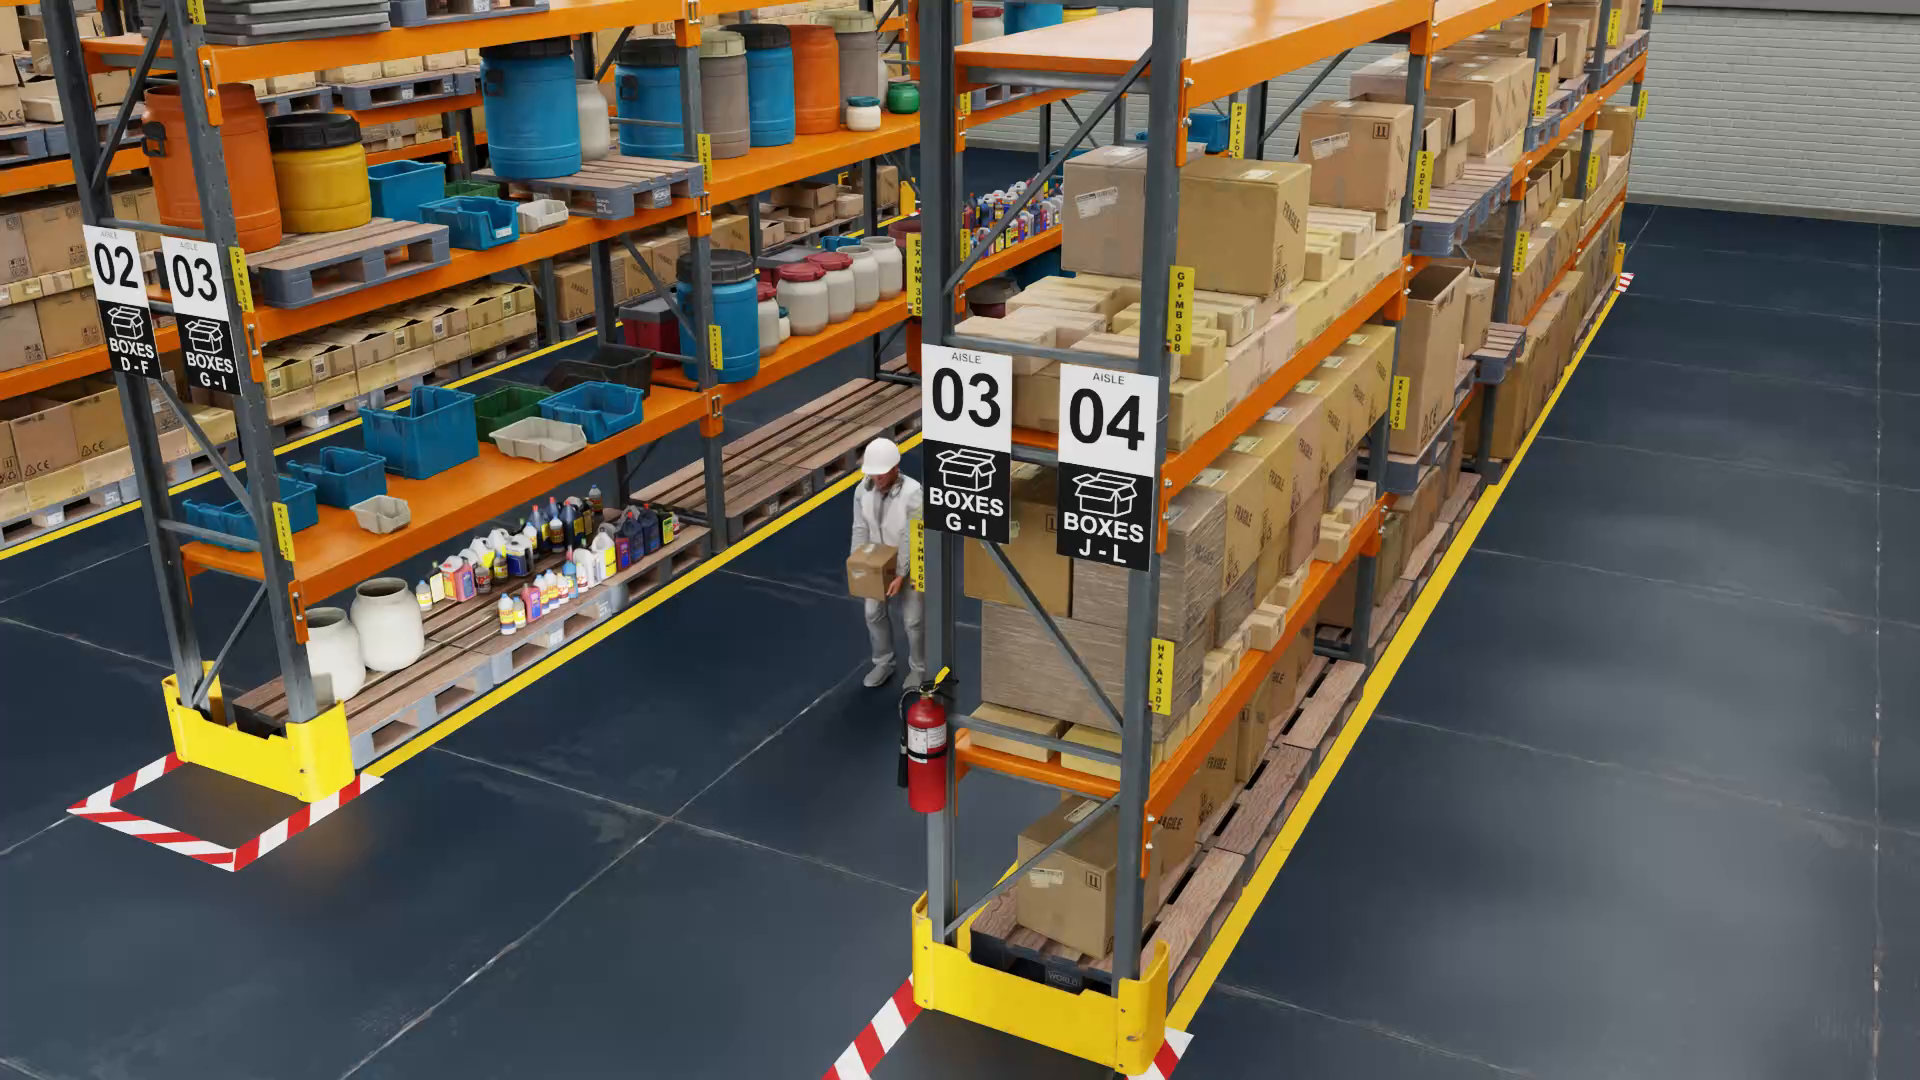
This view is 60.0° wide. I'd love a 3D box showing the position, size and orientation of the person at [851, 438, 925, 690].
[{"bbox_3d":[-0.417,0.142,10.449,0.479,1.723,0.605,11,25,24],"label":"person"}]
